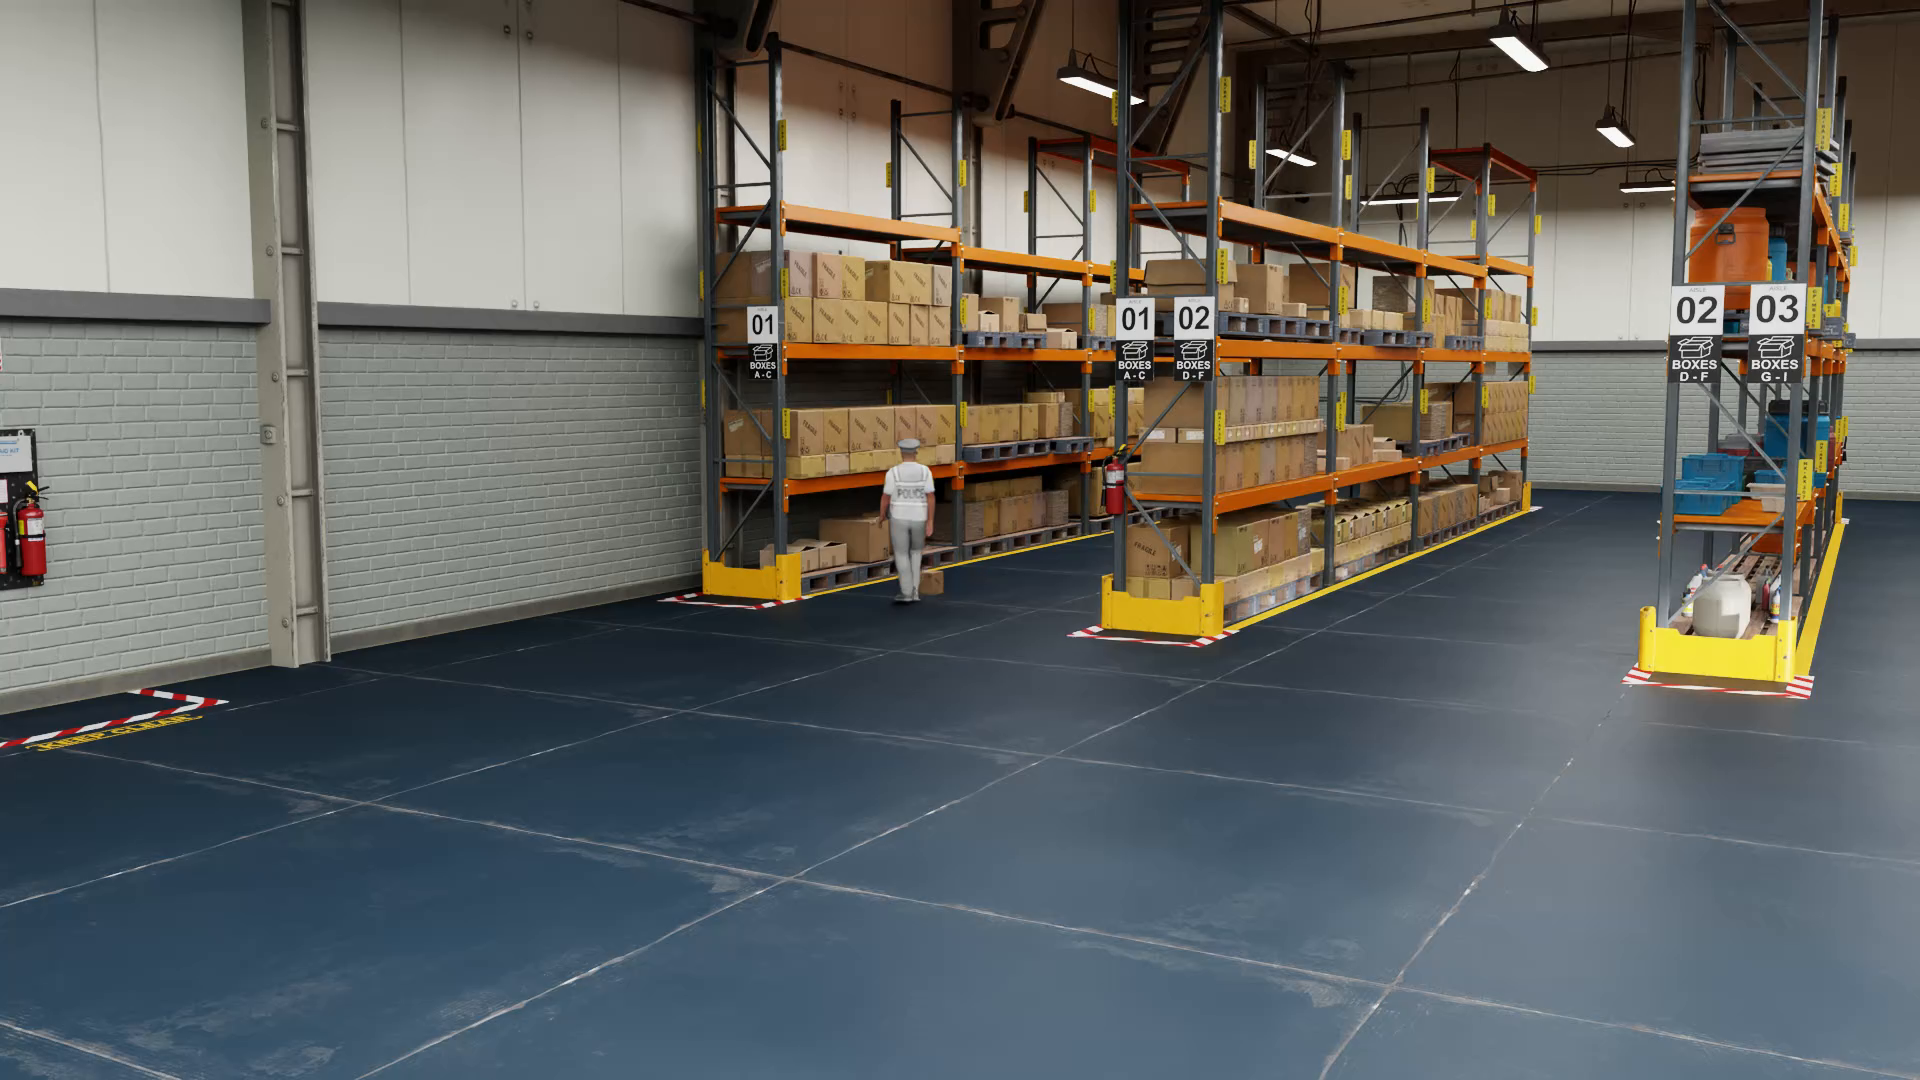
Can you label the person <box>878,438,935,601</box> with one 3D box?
[{"bbox_3d":[-0.587,-0.170,17.987,0.552,1.862,0.537,-2,6,-21],"label":"person"}]
